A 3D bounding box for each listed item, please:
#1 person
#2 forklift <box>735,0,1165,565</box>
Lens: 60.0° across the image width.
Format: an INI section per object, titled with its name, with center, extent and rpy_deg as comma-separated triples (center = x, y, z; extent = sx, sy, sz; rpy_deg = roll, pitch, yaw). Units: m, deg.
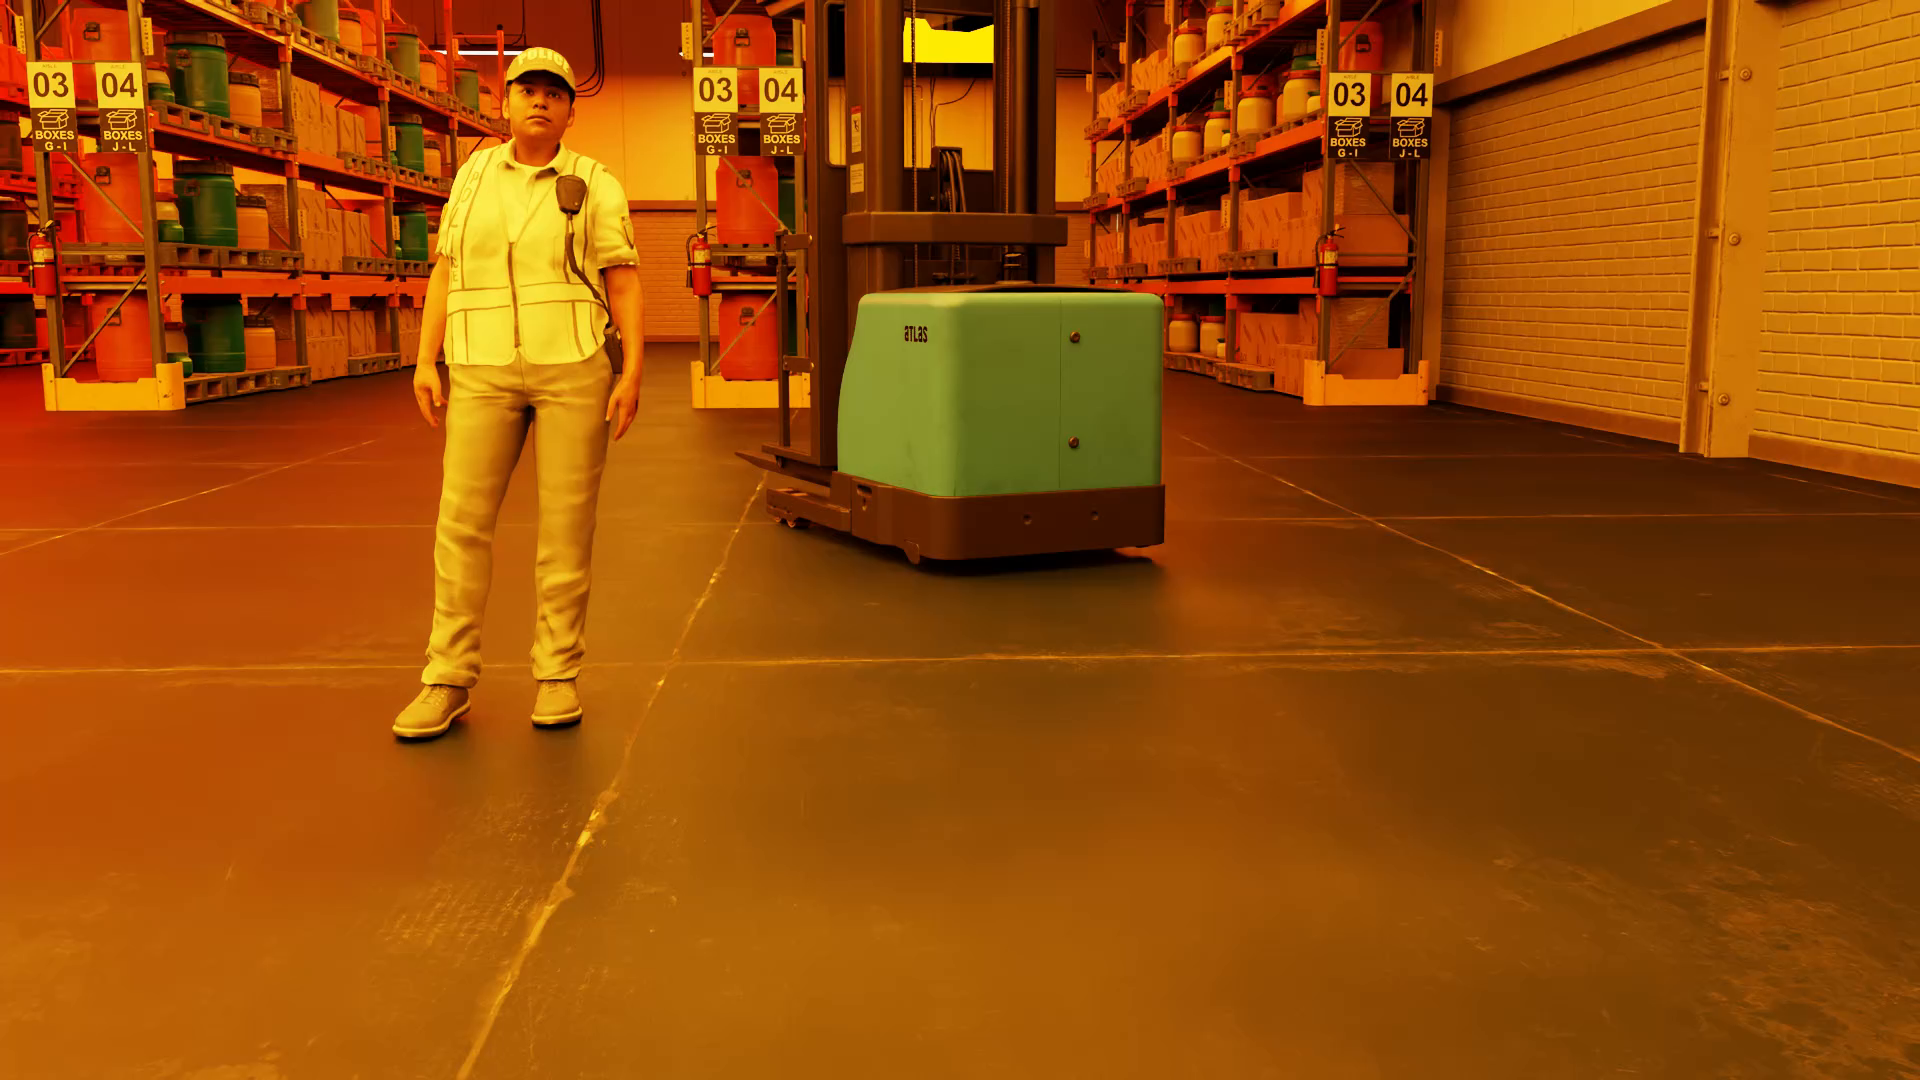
[person]
center = -1.098, -0.381, 4.147
extent = 0.599, 1.670, 0.529
rpy_deg = 0, 8, -3
[forklift]
center = -0.264, -1.530, 7.637
extent = 1.130, 2.935, 3.031
rpy_deg = -4, 9, -25
